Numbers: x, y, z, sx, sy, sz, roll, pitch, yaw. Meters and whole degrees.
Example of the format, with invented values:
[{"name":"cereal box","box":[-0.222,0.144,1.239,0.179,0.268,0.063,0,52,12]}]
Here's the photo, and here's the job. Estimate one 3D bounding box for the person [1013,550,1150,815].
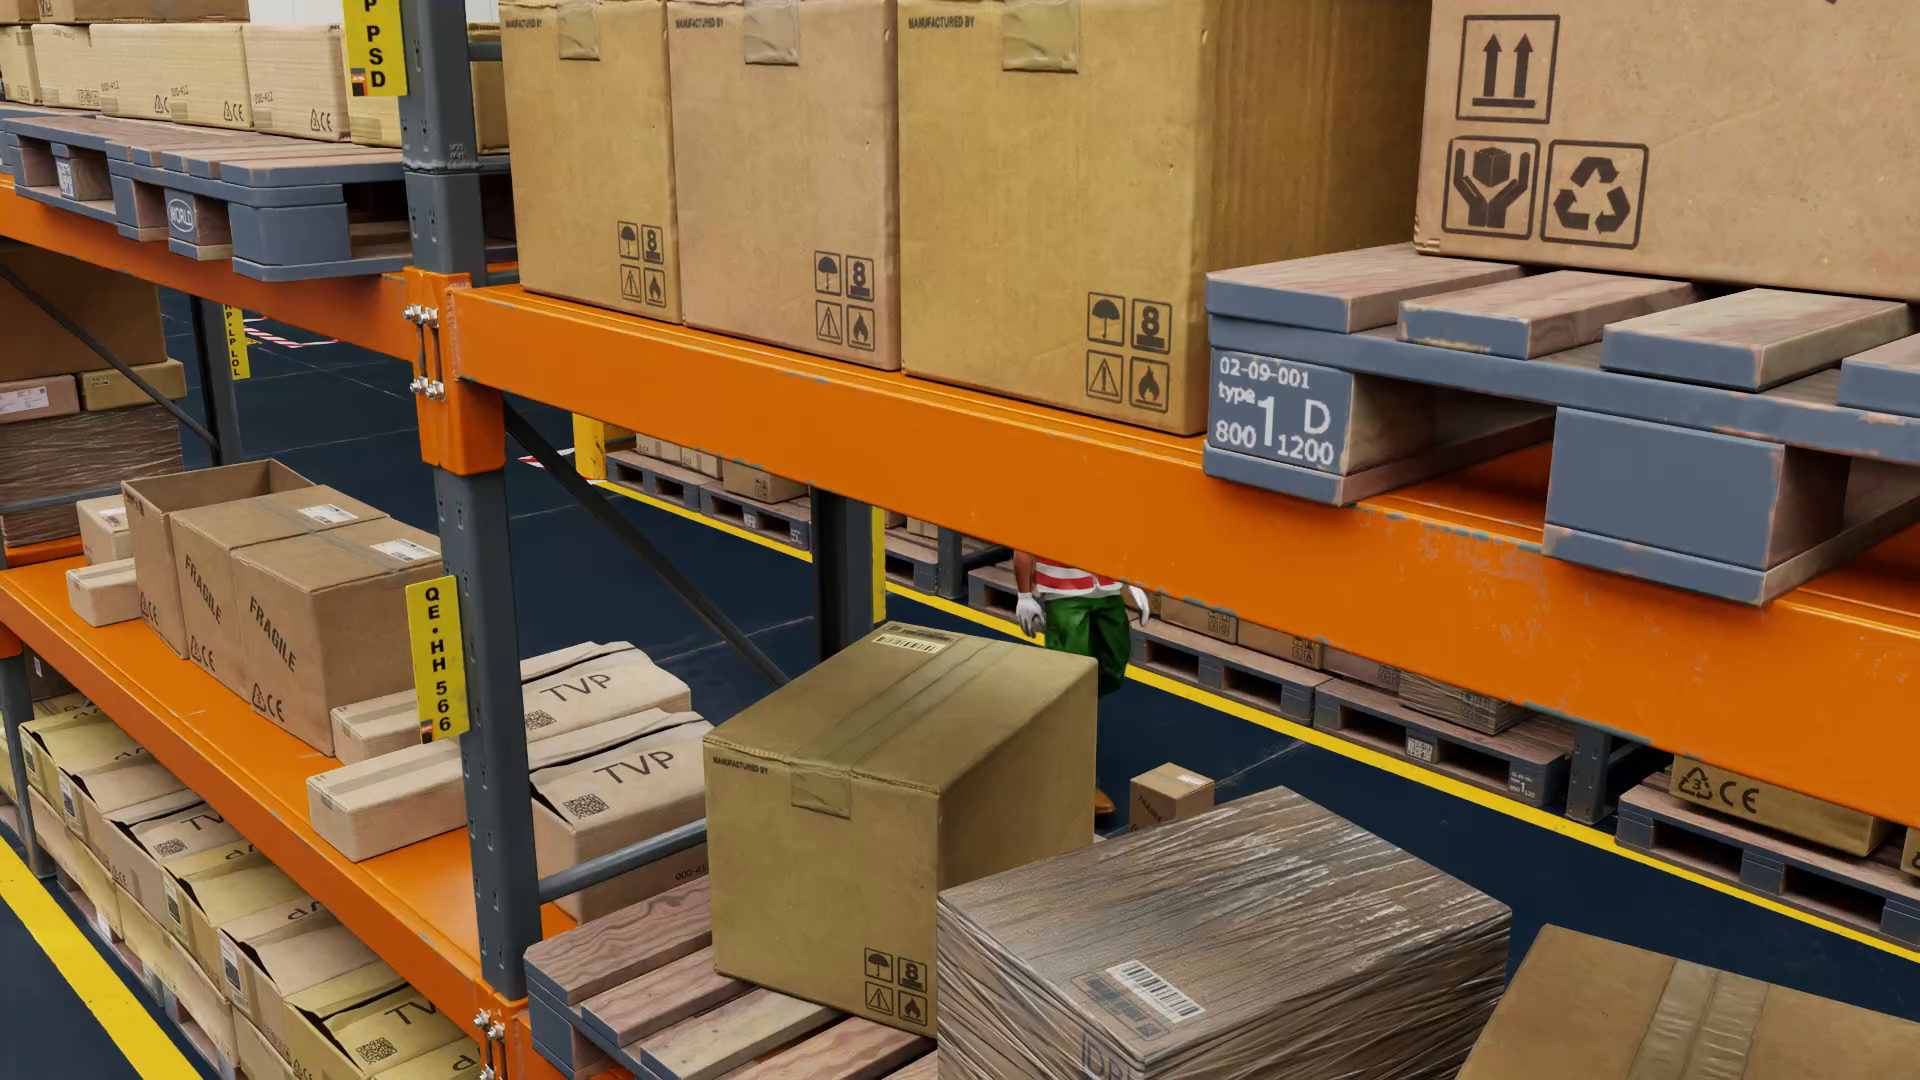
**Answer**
[{"name":"person","box":[0.540,0.241,7.207,0.546,1.763,0.884,-9,19,-26]}]
